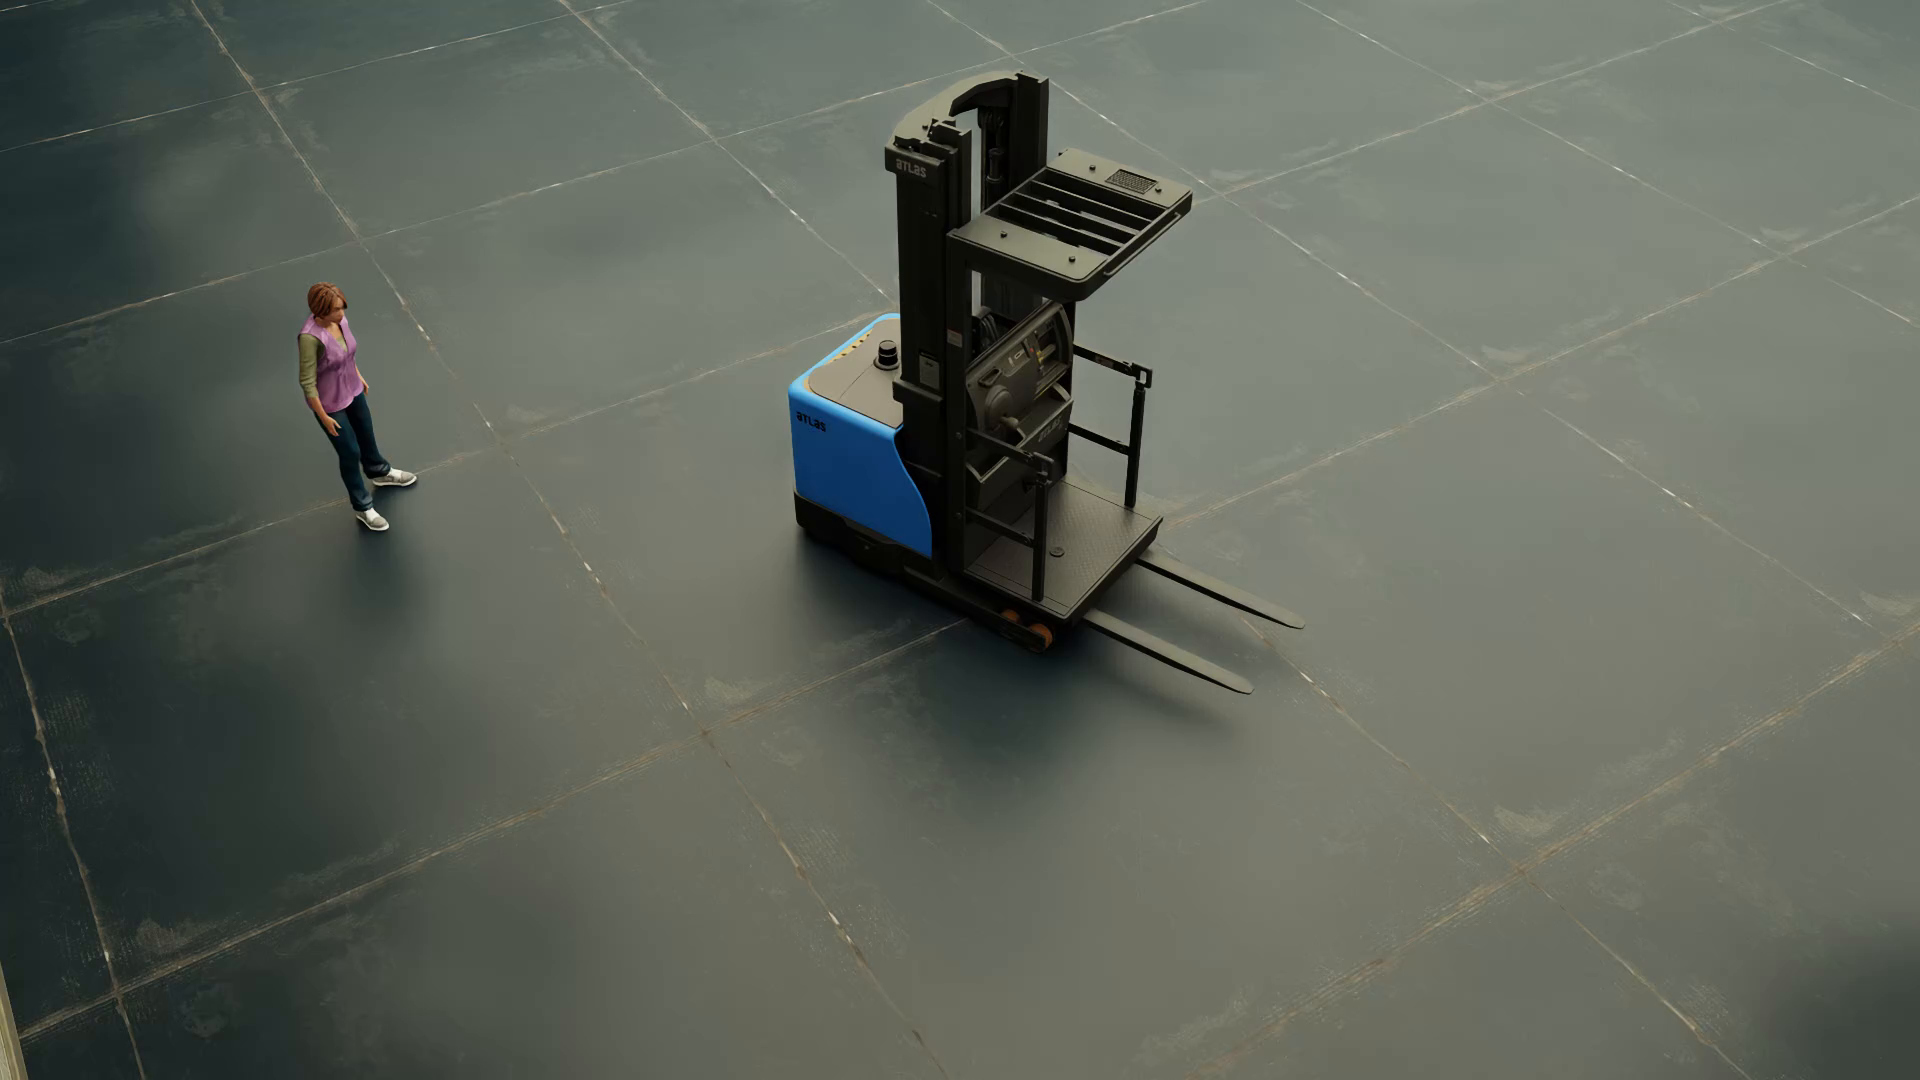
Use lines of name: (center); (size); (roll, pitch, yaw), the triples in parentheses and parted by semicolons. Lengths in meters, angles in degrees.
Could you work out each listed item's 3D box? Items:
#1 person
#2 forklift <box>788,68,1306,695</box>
person: (-3.638, -0.829, 9.848); (0.389, 1.589, 0.541); (8, 42, 9)
forklift: (0.496, -0.872, 8.869); (3.031, 2.935, 1.130); (25, 47, 26)
